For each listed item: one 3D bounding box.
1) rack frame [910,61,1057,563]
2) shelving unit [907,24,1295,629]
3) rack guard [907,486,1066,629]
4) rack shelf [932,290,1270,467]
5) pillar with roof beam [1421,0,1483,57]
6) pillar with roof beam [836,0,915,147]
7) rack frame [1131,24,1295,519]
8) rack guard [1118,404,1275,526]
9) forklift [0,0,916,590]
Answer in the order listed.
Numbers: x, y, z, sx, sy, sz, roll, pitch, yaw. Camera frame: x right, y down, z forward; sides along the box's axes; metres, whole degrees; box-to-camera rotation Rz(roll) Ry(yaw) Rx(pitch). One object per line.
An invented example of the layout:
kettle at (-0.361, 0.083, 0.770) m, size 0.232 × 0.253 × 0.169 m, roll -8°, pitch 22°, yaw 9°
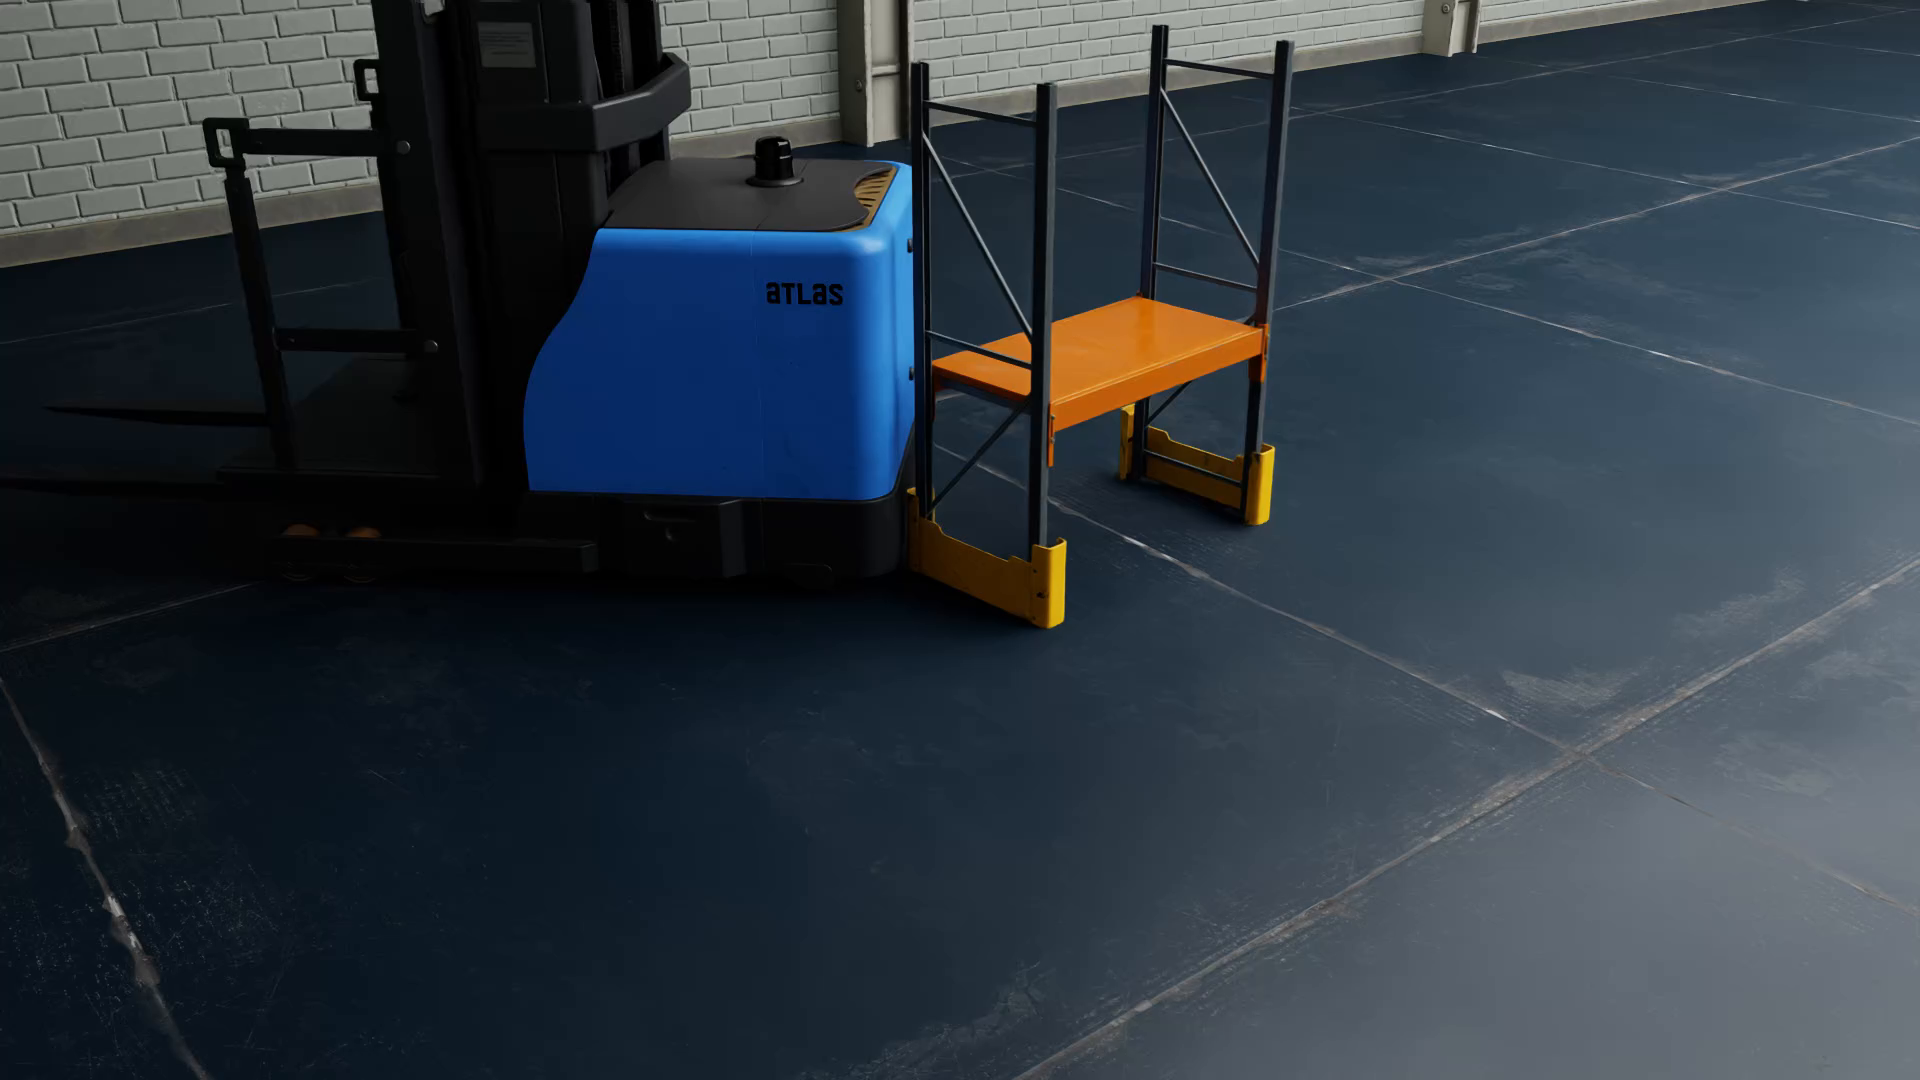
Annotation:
rack frame at (0.055, -0.519, 4.587) m, size 0.032 × 1.500 × 0.500 m, roll -23°, pitch 33°, yaw -40°
shelving unit at (0.421, -0.673, 4.919) m, size 1.083 × 1.500 × 0.587 m, roll -23°, pitch 33°, yaw -40°
rack guard at (0.069, 0.042, 4.863) m, size 0.087 × 0.250 × 0.587 m, roll -23°, pitch 33°, yaw -40°
rack shelf at (0.414, -0.507, 4.989) m, size 1.000 × 0.185 × 0.538 m, roll -23°, pitch 33°, yaw -40°
pillar with roof beam at (6.840, -6.842, 9.304) m, size 0.400 × 9.000 × 9.100 m, roll -18°, pitch 31°, yaw -34°
pillar with roof beam at (2.119, -5.284, 5.945) m, size 0.400 × 9.000 × 9.100 m, roll -18°, pitch 31°, yaw -34°
rack frame at (0.774, -0.822, 5.239) m, size 0.032 × 1.500 × 0.500 m, roll -23°, pitch 33°, yaw -40°
rack guard at (0.773, -0.255, 5.502) m, size 0.087 × 0.250 × 0.587 m, roll -23°, pitch 33°, yaw -40°
forklift at (-1.660, -1.419, 4.826) m, size 3.031 × 2.935 × 1.130 m, roll 2°, pitch 25°, yaw 4°
